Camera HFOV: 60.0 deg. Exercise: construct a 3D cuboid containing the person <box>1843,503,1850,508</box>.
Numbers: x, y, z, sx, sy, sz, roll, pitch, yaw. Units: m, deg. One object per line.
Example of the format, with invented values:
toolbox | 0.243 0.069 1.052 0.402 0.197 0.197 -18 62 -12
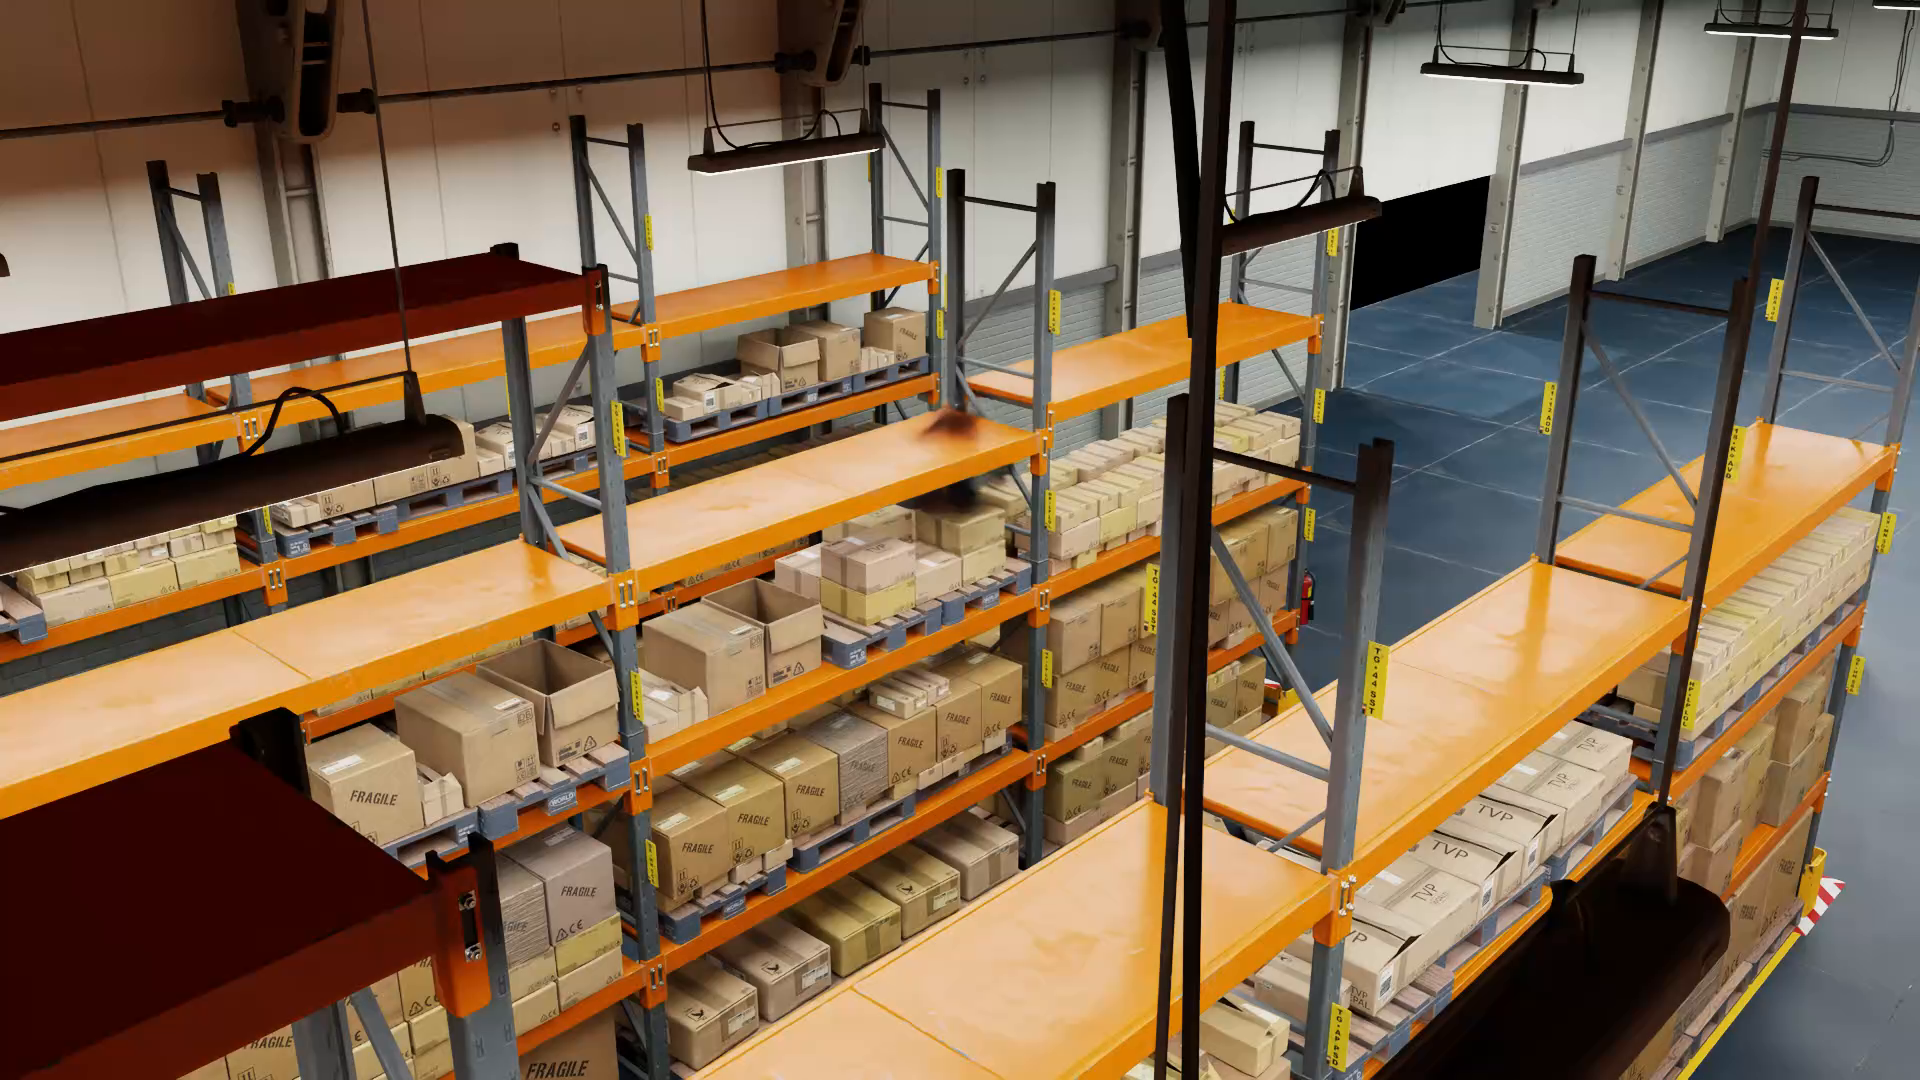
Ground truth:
person | 9.837 0.356 18.821 0.640 1.681 0.603 -4 22 -11
